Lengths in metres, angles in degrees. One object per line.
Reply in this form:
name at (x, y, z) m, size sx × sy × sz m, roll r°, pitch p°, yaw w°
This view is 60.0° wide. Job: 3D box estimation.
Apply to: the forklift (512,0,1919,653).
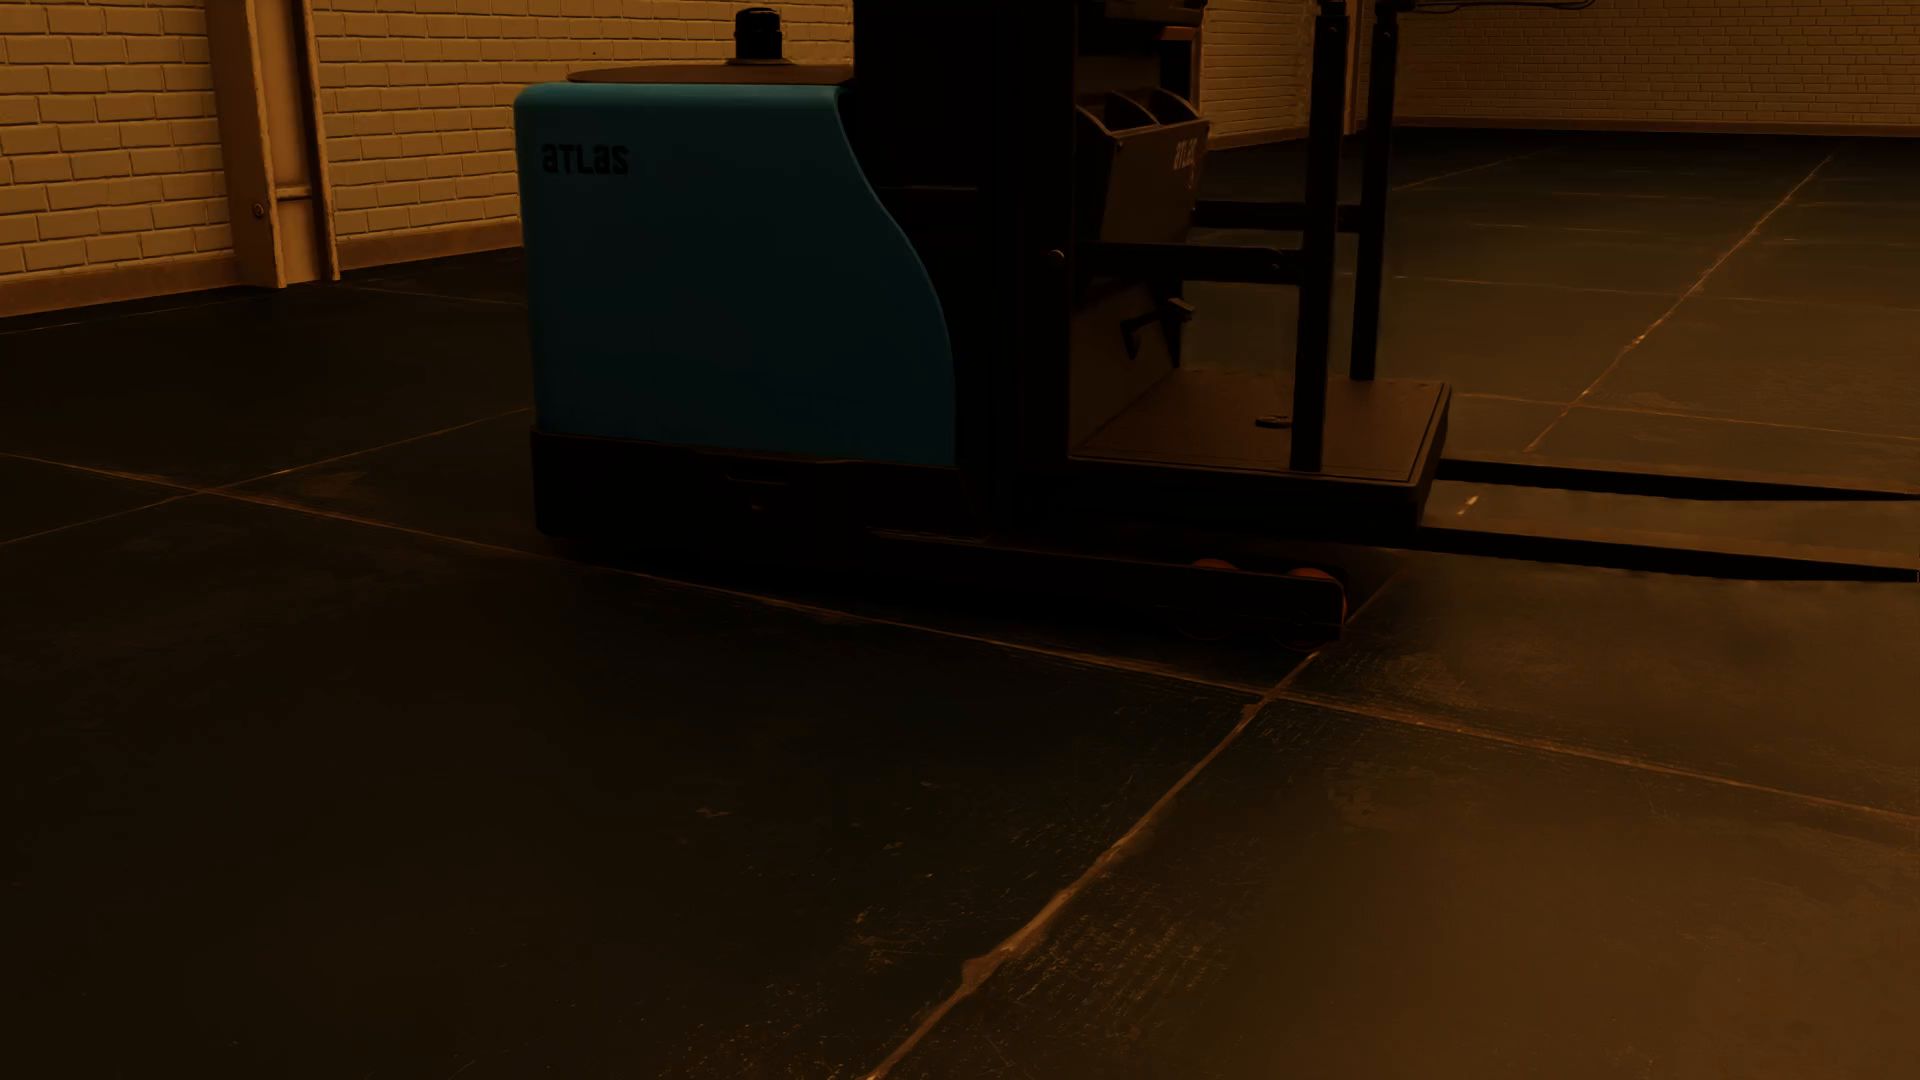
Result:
forklift at (0.583, -1.352, 3.442) m, size 3.031 × 2.935 × 1.130 m, roll 6°, pitch 17°, yaw 18°
